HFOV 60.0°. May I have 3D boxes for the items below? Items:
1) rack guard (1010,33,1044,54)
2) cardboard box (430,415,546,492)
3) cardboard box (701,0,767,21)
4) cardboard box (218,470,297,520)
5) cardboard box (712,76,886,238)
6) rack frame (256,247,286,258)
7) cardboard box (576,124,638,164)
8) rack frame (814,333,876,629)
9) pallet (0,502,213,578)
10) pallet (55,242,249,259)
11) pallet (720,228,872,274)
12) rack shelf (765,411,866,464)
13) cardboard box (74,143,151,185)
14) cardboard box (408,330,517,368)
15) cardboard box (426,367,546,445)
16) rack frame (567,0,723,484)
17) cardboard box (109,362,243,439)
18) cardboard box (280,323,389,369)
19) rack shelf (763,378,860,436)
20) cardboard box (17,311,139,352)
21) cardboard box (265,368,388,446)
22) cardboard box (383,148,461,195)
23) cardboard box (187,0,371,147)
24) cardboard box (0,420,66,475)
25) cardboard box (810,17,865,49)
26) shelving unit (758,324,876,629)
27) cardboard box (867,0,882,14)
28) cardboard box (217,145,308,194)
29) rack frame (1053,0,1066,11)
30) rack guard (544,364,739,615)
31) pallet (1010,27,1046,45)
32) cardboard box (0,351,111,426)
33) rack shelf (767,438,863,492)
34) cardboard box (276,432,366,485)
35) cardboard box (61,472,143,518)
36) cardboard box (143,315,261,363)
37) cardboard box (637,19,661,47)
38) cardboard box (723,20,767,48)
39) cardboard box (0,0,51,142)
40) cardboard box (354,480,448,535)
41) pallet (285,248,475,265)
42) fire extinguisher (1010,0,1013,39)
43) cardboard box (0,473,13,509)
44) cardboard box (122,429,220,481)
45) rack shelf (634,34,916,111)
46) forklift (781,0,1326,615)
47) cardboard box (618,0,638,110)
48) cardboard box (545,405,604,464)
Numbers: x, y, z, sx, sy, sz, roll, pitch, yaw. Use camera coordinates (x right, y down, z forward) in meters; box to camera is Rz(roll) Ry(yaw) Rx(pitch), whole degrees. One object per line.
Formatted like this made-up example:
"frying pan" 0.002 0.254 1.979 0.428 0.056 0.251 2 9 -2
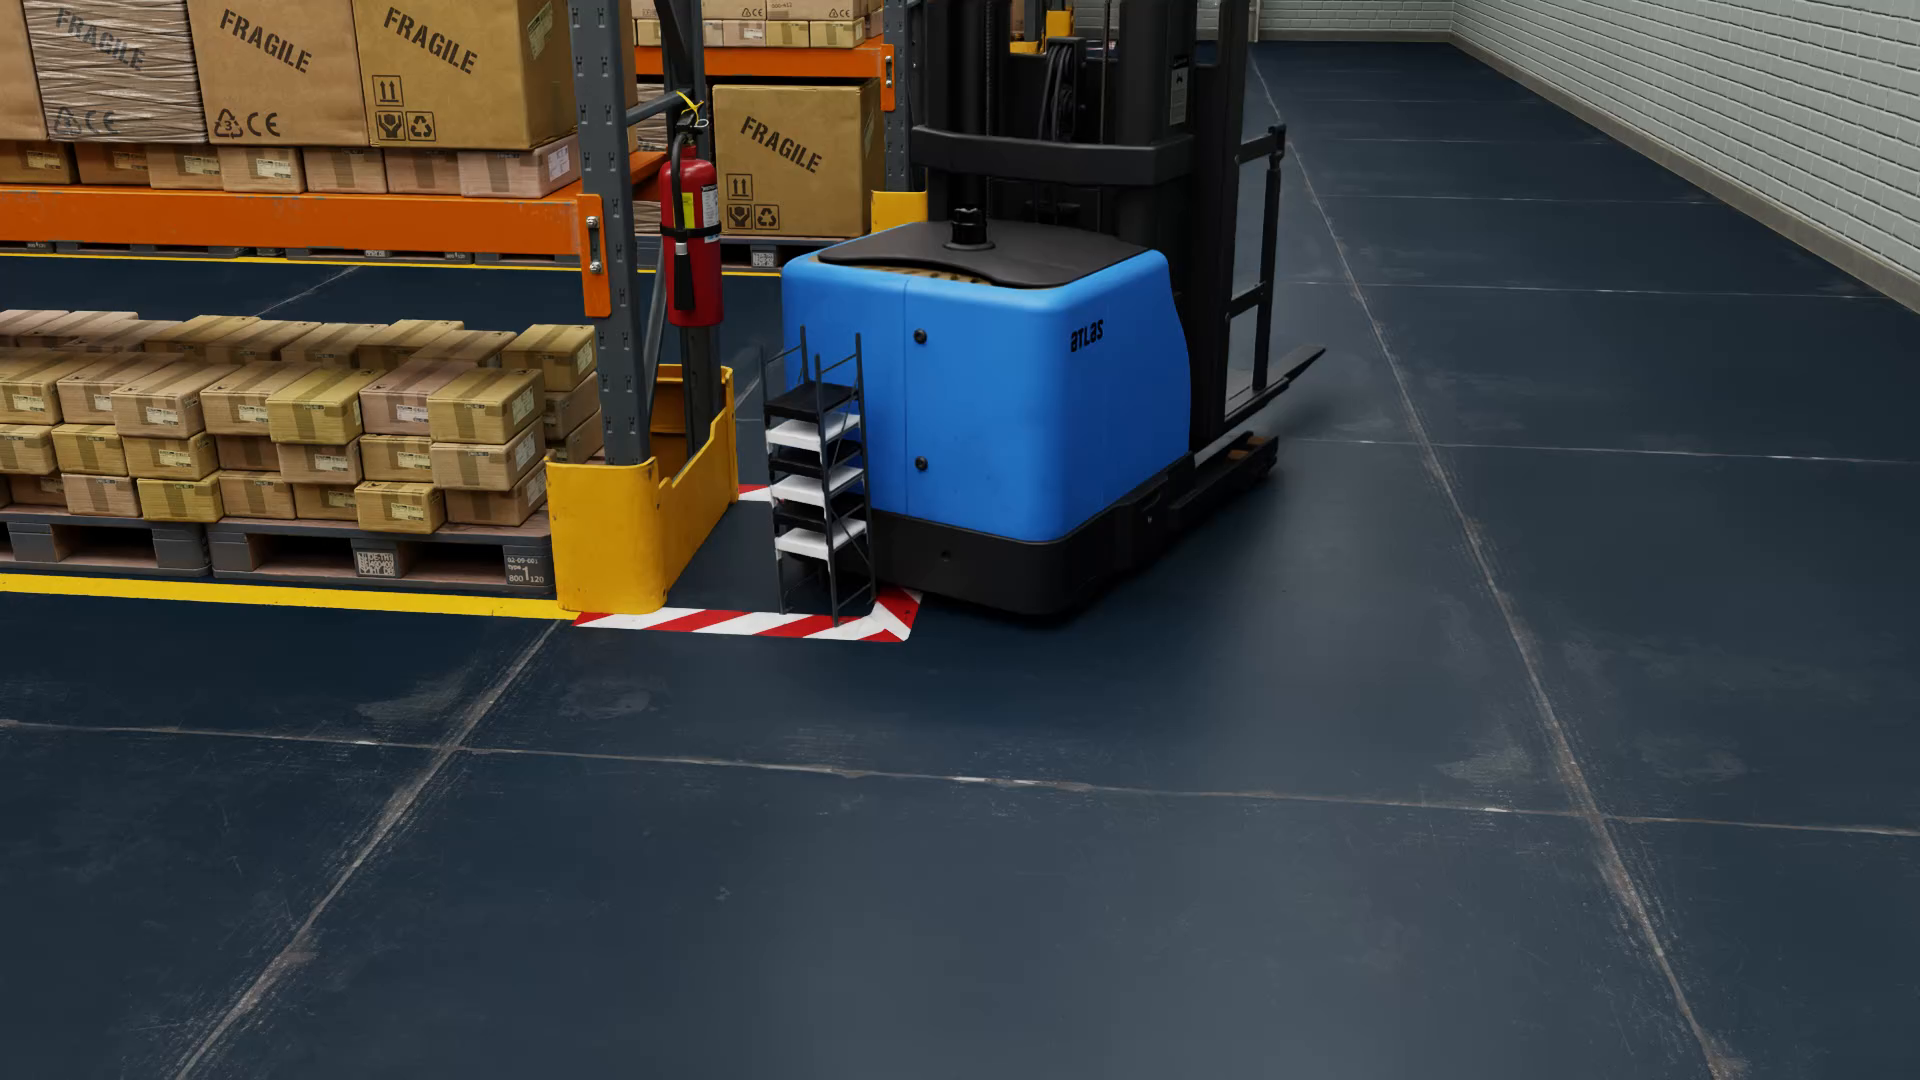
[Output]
"rack guard" 0.777 -5.634 19.509 0.348 0.500 1.175 2 22 6
"cardboard box" -1.558 -0.296 5.510 0.250 0.149 0.380 2 22 5
"cardboard box" -1.333 -3.191 9.730 0.500 0.250 0.500 2 22 5
"cardboard box" -2.314 -0.209 5.694 0.250 0.149 0.380 3 22 7
"cardboard box" -0.962 -2.382 10.203 0.875 0.875 0.875 2 22 6
"rack frame" -4.289 -3.349 10.331 0.127 3.000 1.000 2 22 6
"cardboard box" -1.284 -1.386 5.708 0.250 0.149 0.380 2 22 6
"rack frame" -0.350 -0.175 5.136 0.006 0.900 0.240 12 28 28
"pallet" -3.087 -0.178 6.102 1.213 0.211 1.003 2 22 6
"pallet" -5.064 -2.058 10.859 1.213 0.211 1.003 2 22 6
"pallet" -1.120 -1.885 10.421 1.213 0.211 1.003 2 22 6
"rack shelf" -0.443 -0.327 5.121 0.200 0.077 0.258 12 28 28
"cardboard box" -2.627 -1.251 5.367 0.250 0.149 0.380 2 22 4
"cardboard box" -1.769 -0.630 5.952 0.250 0.149 0.380 3 22 7
"cardboard box" -1.556 -0.446 5.485 0.250 0.149 0.380 3 22 7
"rack frame" -1.001 -1.369 5.324 0.127 3.000 1.000 2 22 6
"cardboard box" -2.594 -0.468 5.542 0.250 0.149 0.380 3 22 8
"cardboard box" -2.260 -0.669 6.048 0.250 0.149 0.380 1 22 4
"rack shelf" -0.446 -0.408 5.084 0.200 0.077 0.258 12 28 28
"cardboard box" -3.285 -0.739 6.226 0.250 0.149 0.380 2 22 4
"cardboard box" -2.071 -0.443 5.477 0.250 0.149 0.380 2 22 5
"cardboard box" -1.600 -1.188 5.207 0.250 0.149 0.380 2 22 6
"cardboard box" -1.988 -1.504 5.124 0.500 0.500 0.500 2 22 5
"cardboard box" -3.120 -0.355 5.660 0.250 0.149 0.380 3 22 7
"cardboard box" -0.709 -2.954 9.674 0.250 0.149 0.380 3 22 7
"shelving unit" -0.438 -0.193 5.183 0.210 0.900 0.258 12 28 28
"cardboard box" -0.762 -3.364 10.168 0.500 0.250 0.500 2 22 5
"cardboard box" -2.107 -1.196 5.227 0.250 0.149 0.380 3 22 8
"rack frame" 1.432 -8.601 23.617 0.127 3.000 1.000 2 22 6
"rack guard" -1.076 -0.210 5.792 0.348 0.500 1.175 2 22 6
"pallet" 0.629 -7.311 24.145 1.213 0.211 1.003 2 22 6
"cardboard box" -3.106 -0.521 5.676 0.250 0.149 0.380 3 22 7
"rack shelf" -0.440 -0.245 5.159 0.200 0.077 0.258 12 28 28
"cardboard box" -2.075 -0.318 5.566 0.250 0.149 0.380 2 22 4
"cardboard box" -2.844 -0.216 5.712 0.250 0.149 0.380 3 22 7
"cardboard box" -2.790 -0.712 6.158 0.250 0.149 0.380 3 22 7
"cardboard box" -1.723 -2.998 9.785 0.250 0.149 0.380 2 22 5
"cardboard box" -1.218 -2.976 9.730 0.250 0.149 0.380 3 22 6
"cardboard box" -2.987 -1.548 5.234 0.500 0.500 0.500 4 22 9
"cardboard box" -1.815 -0.160 5.571 0.250 0.149 0.380 3 22 8
"pallet" -3.543 -1.991 10.688 1.213 0.211 1.003 2 22 6
"fire extinguisher" 0.362 -4.603 14.114 0.183 0.674 0.296 2 22 6
"cardboard box" -3.356 -0.238 5.768 0.250 0.149 0.380 2 22 5
"cardboard box" -2.591 -0.336 5.610 0.250 0.149 0.380 3 22 7
"rack shelf" -2.303 -2.928 10.245 4.000 0.370 1.077 2 22 6
"forklift" 0.601 -1.624 6.061 1.130 2.935 3.031 12 25 28
"cardboard box" -1.414 -1.675 5.555 0.500 0.500 0.500 4 22 9
"cardboard box" -1.483 -0.379 6.124 0.250 0.149 0.380 3 22 7
